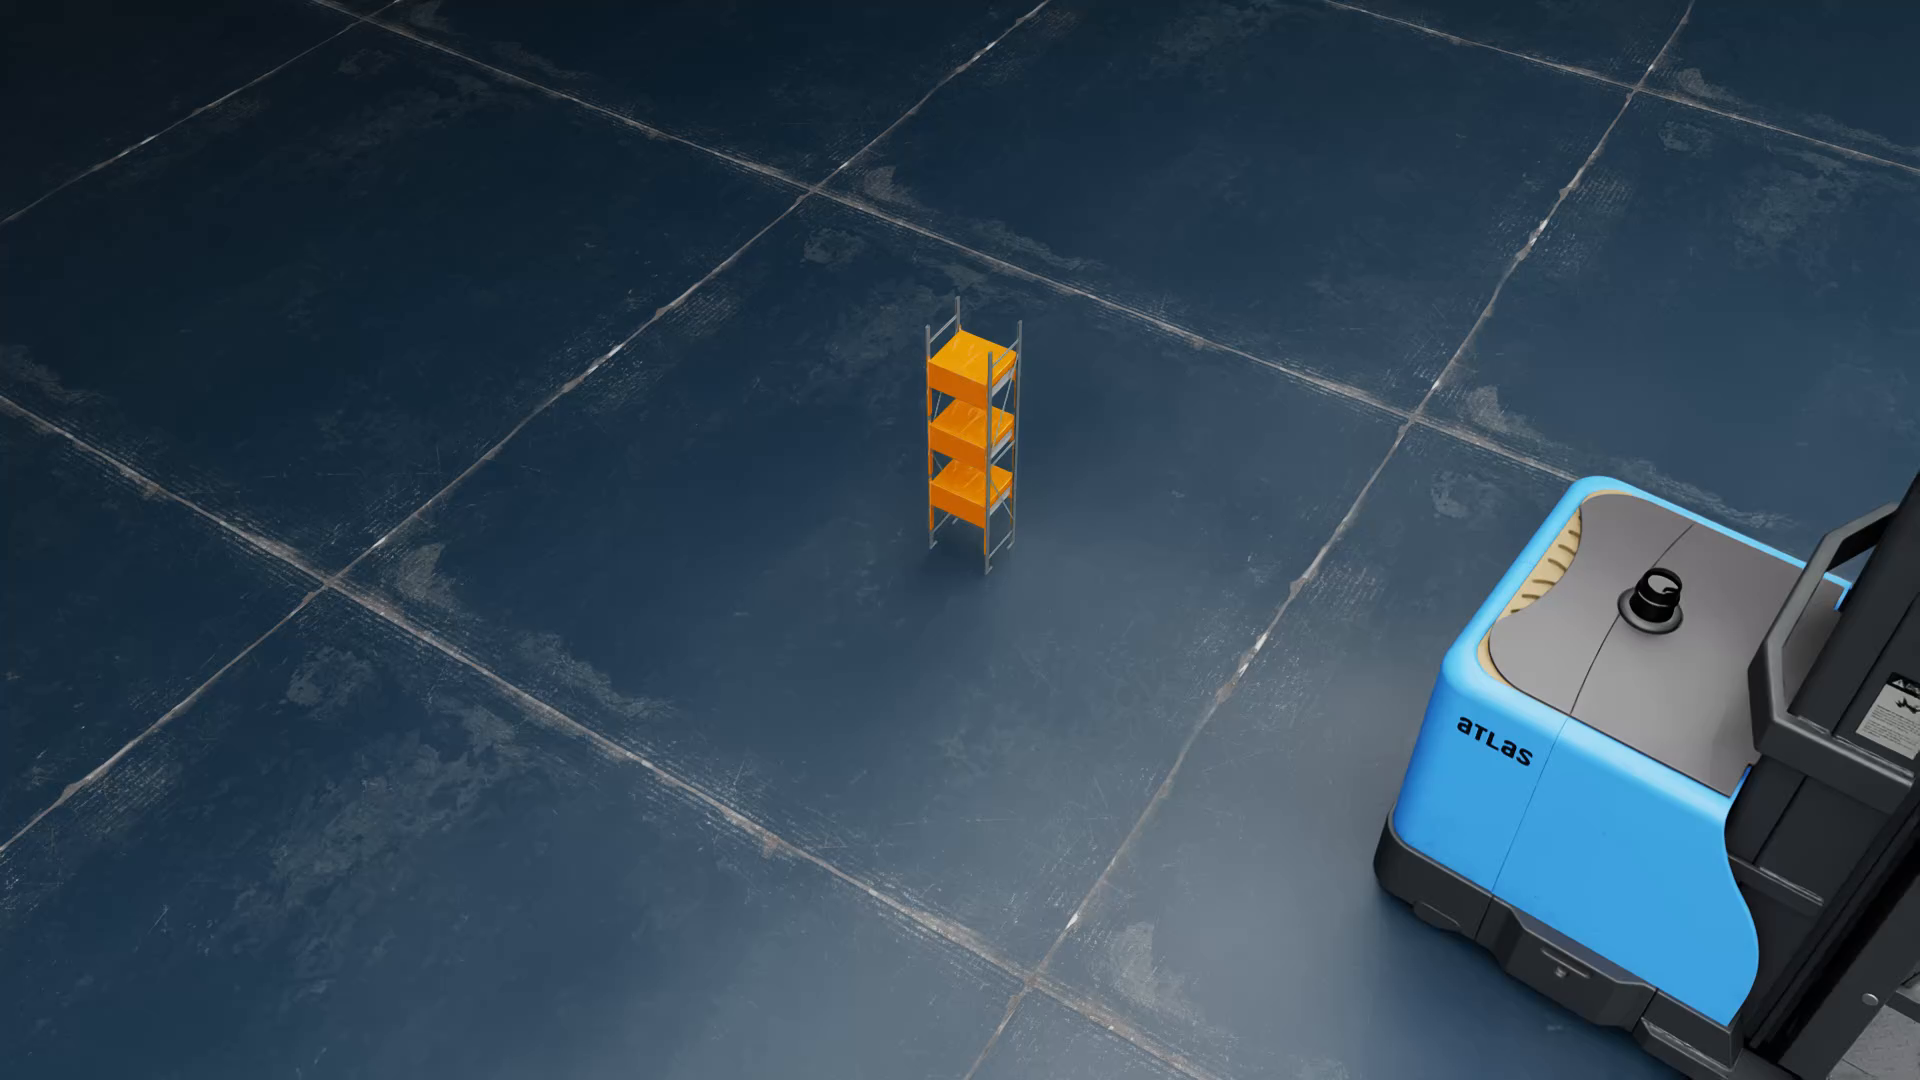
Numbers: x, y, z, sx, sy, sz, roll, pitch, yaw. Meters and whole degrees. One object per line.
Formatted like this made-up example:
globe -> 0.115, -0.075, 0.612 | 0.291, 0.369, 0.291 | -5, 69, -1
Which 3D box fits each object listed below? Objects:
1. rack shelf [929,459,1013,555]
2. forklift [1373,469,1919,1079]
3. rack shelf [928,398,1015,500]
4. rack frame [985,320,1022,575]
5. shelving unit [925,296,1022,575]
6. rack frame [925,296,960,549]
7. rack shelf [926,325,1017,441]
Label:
rack shelf -> 0.045, -0.144, 6.060 | 0.240, 0.259, 0.215 | 25, 51, 22
forklift -> 2.759, 0.431, 3.788 | 3.031, 2.935, 1.130 | 29, 52, 25
rack shelf -> 0.045, -0.338, 5.861 | 0.240, 0.259, 0.215 | 25, 51, 22
rack frame -> 0.148, -0.298, 5.807 | 0.008, 1.050, 0.200 | 25, 51, 22
shelving unit -> 0.045, -0.345, 5.853 | 0.252, 1.050, 0.215 | 25, 51, 22
rack frame -> -0.058, -0.392, 5.899 | 0.008, 1.050, 0.200 | 25, 51, 22
rack shelf -> 0.045, -0.536, 5.657 | 0.240, 0.259, 0.215 | 25, 51, 22
